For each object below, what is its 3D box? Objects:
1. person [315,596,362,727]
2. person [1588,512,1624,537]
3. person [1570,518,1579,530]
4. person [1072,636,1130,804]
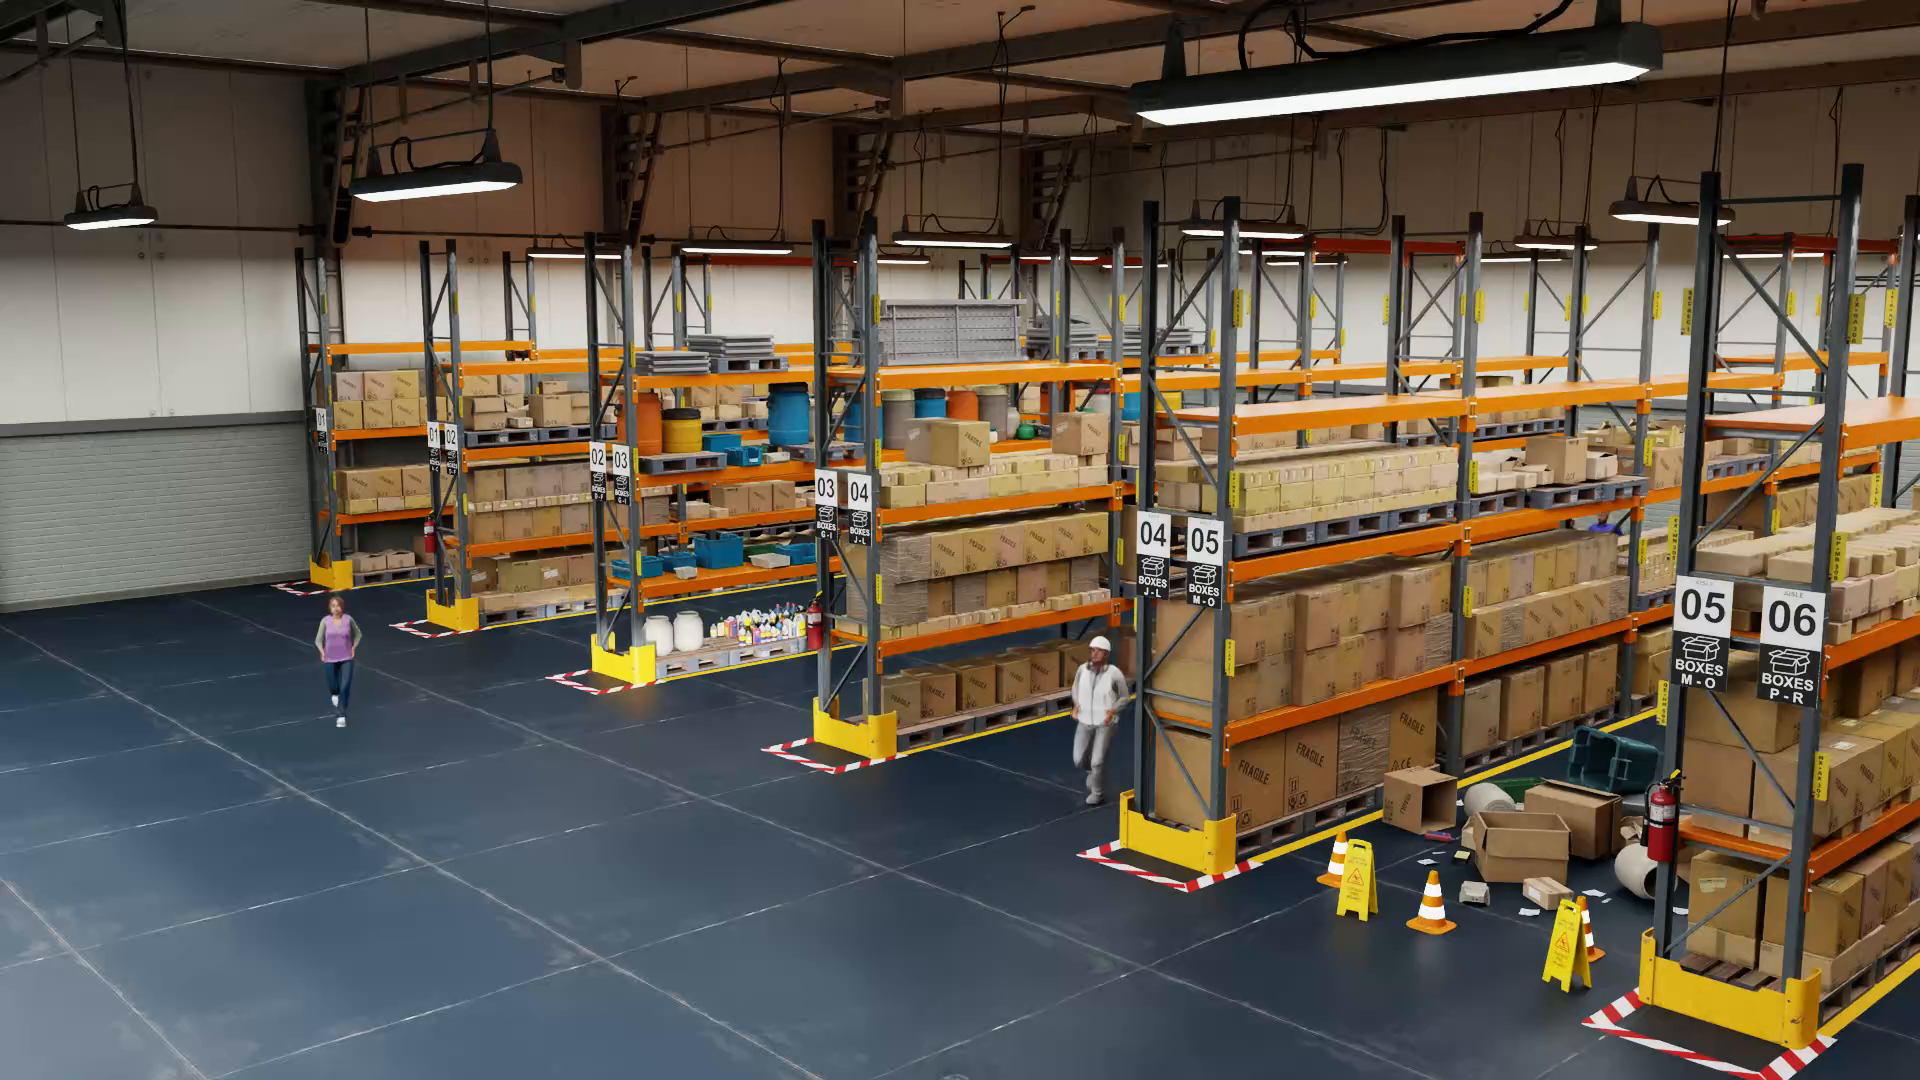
[{"bbox_3d":[-7.529,1.454,20.188,0.536,1.563,0.651,-3,9,-20],"label":"person"},{"bbox_3d":[10.630,0.308,27.590,0.562,1.657,0.936,7,11,40],"label":"person"},{"bbox_3d":[9.701,0.416,26.588,0.674,1.721,0.569,7,11,41],"label":"person"},{"bbox_3d":[1.407,1.834,16.973,0.646,1.724,0.579,4,9,24],"label":"person"}]
